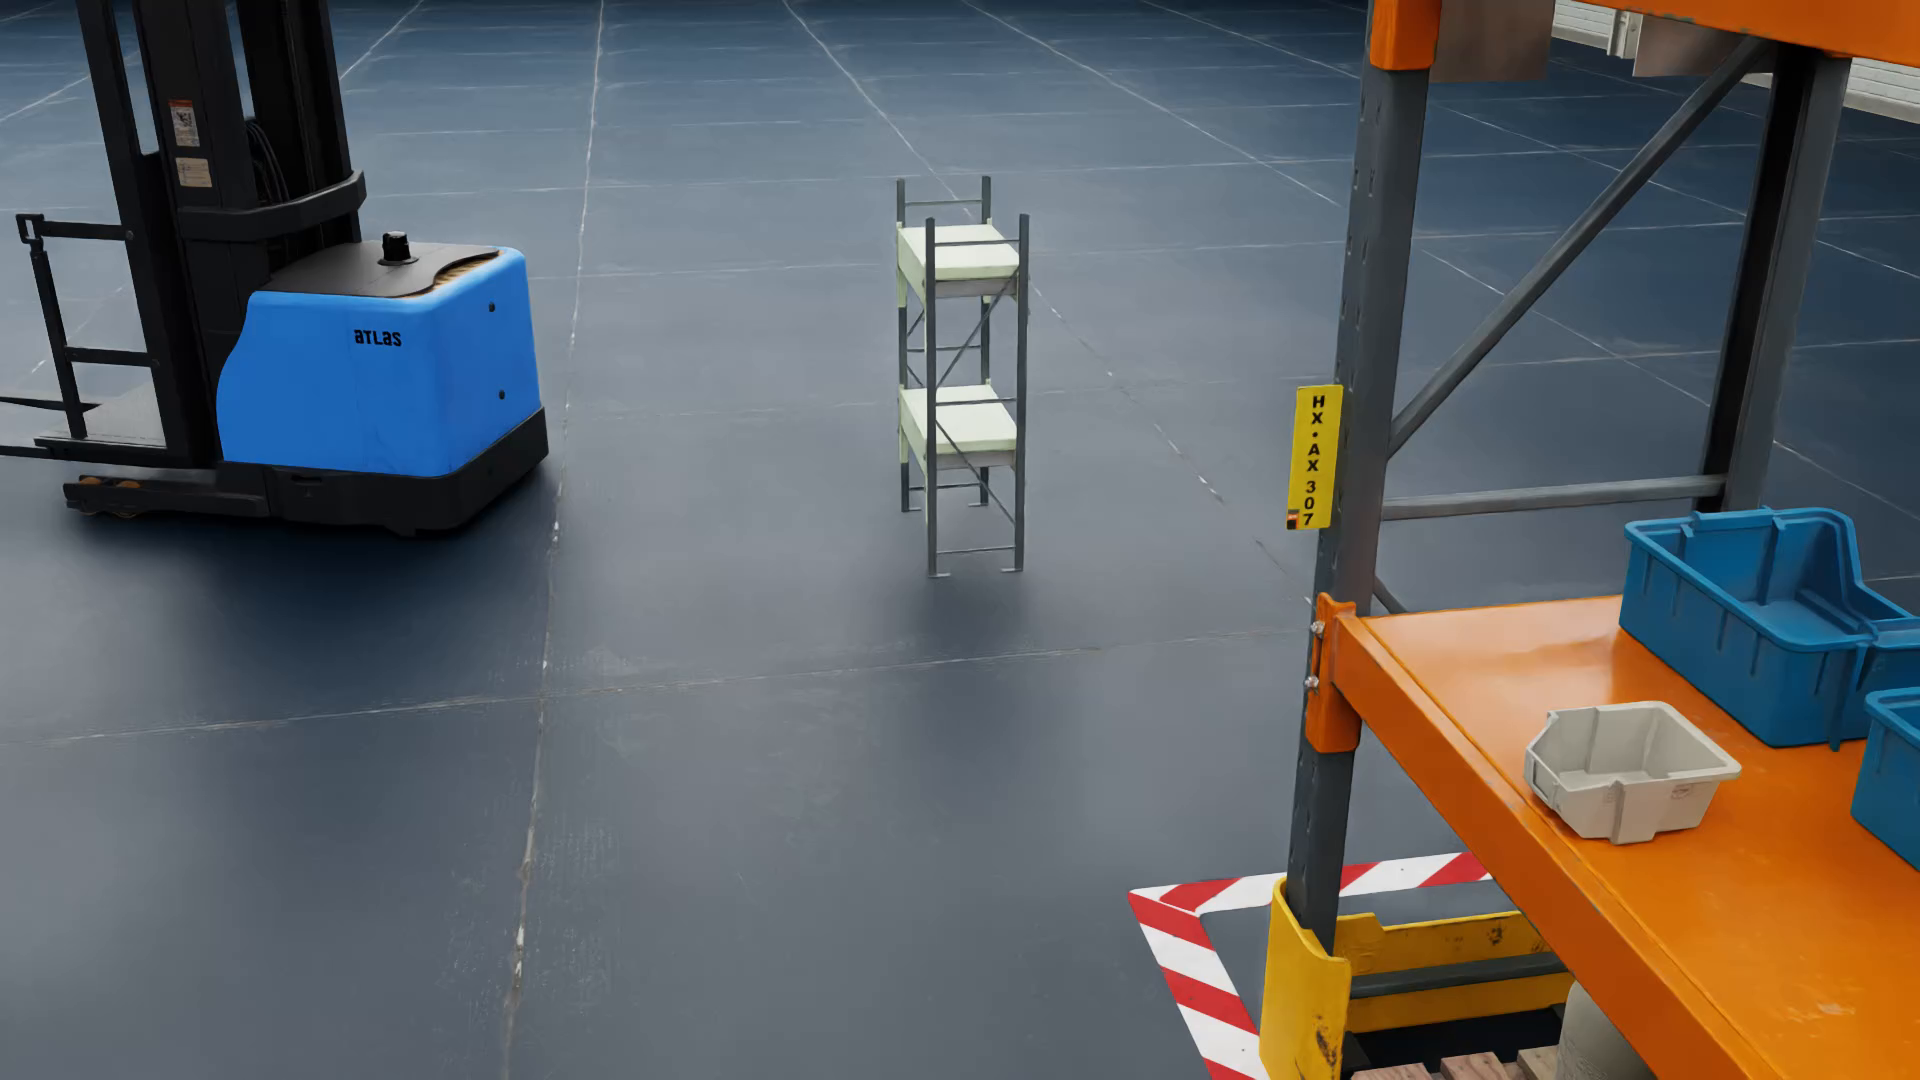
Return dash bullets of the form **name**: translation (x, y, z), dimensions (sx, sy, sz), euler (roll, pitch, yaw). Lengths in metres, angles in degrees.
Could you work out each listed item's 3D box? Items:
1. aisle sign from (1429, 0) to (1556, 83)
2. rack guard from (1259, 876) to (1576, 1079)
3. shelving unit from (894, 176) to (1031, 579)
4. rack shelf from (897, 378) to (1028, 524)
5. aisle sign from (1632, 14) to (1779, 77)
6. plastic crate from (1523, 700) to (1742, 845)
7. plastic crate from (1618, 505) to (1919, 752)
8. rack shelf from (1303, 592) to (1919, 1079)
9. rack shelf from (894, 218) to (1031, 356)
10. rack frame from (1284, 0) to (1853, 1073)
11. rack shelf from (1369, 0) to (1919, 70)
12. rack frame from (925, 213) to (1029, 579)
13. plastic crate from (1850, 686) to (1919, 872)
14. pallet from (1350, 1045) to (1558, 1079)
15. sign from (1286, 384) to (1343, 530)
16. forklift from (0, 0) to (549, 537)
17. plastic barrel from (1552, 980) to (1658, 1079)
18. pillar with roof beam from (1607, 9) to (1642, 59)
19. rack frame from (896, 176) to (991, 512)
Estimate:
- **aisle sign**: translation (0.997, -1.284, 3.195), dimensions (0.394, 0.787, 0.004), euler (-4, 24, -10)
- **rack guard**: translation (1.359, 1.086, 4.140), dimensions (1.175, 0.500, 0.348), euler (-4, 24, -10)
- **shelving unit**: translation (-0.001, -0.690, 6.956), dimensions (0.431, 1.500, 0.755), euler (-4, 24, -10)
- **rack shelf**: translation (-0.001, -0.391, 7.086), dimensions (0.431, 0.370, 0.720), euler (-4, 24, -10)
- **aisle sign**: translation (1.577, -1.328, 3.295), dimensions (0.394, 0.787, 0.004), euler (-4, 24, -10)
- **plastic crate**: translation (1.148, 0.410, 2.892), dimensions (0.298, 0.136, 0.250), euler (-4, 24, -10)
- **plastic crate**: translation (1.685, 0.157, 3.330), dimensions (0.499, 0.251, 0.616), euler (-4, 24, -10)
- **rack shelf**: translation (1.668, 1.030, 2.043), dimensions (1.077, 0.370, 4.000), euler (-4, 24, -10)
- **rack shelf**: translation (-0.001, -1.048, 6.800), dimensions (0.431, 0.370, 0.720), euler (-4, 24, -10)
- **rack frame**: translation (1.298, -0.086, 3.700), dimensions (1.000, 3.000, 0.127), euler (-4, 24, -10)
- **rack shelf**: translation (1.668, -0.345, 1.442), dimensions (1.077, 0.370, 4.000), euler (-4, 24, -10)
- **rack frame**: translation (0.066, -0.546, 6.626), dimensions (0.400, 1.500, 0.023), euler (-4, 24, -10)
- **plastic crate**: translation (1.799, 0.412, 2.744), dimensions (0.499, 0.251, 0.408), euler (-4, 24, -10)
- **pallet**: translation (1.504, 1.538, 3.465), dimensions (1.003, 0.211, 1.213), euler (-4, 24, -10)
- **sign**: translation (0.757, -0.174, 3.555), dimensions (0.100, 0.325, 0.005), euler (-4, 24, -10)
- **forklift**: translation (-3.553, -1.641, 7.346), dimensions (3.031, 2.935, 1.130), euler (5, 24, 11)
- **plastic barrel**: translation (1.495, 1.115, 3.534), dimensions (0.421, 0.512, 0.421), euler (0, 24, 0)
- **pillar with roof beam**: translation (4.455, -10.119, 19.176), dimensions (9.100, 9.000, 0.400), euler (-4, 24, -10)
- **rack frame**: translation (-0.069, -0.834, 7.285), dimensions (0.400, 1.500, 0.023), euler (-4, 24, -10)
